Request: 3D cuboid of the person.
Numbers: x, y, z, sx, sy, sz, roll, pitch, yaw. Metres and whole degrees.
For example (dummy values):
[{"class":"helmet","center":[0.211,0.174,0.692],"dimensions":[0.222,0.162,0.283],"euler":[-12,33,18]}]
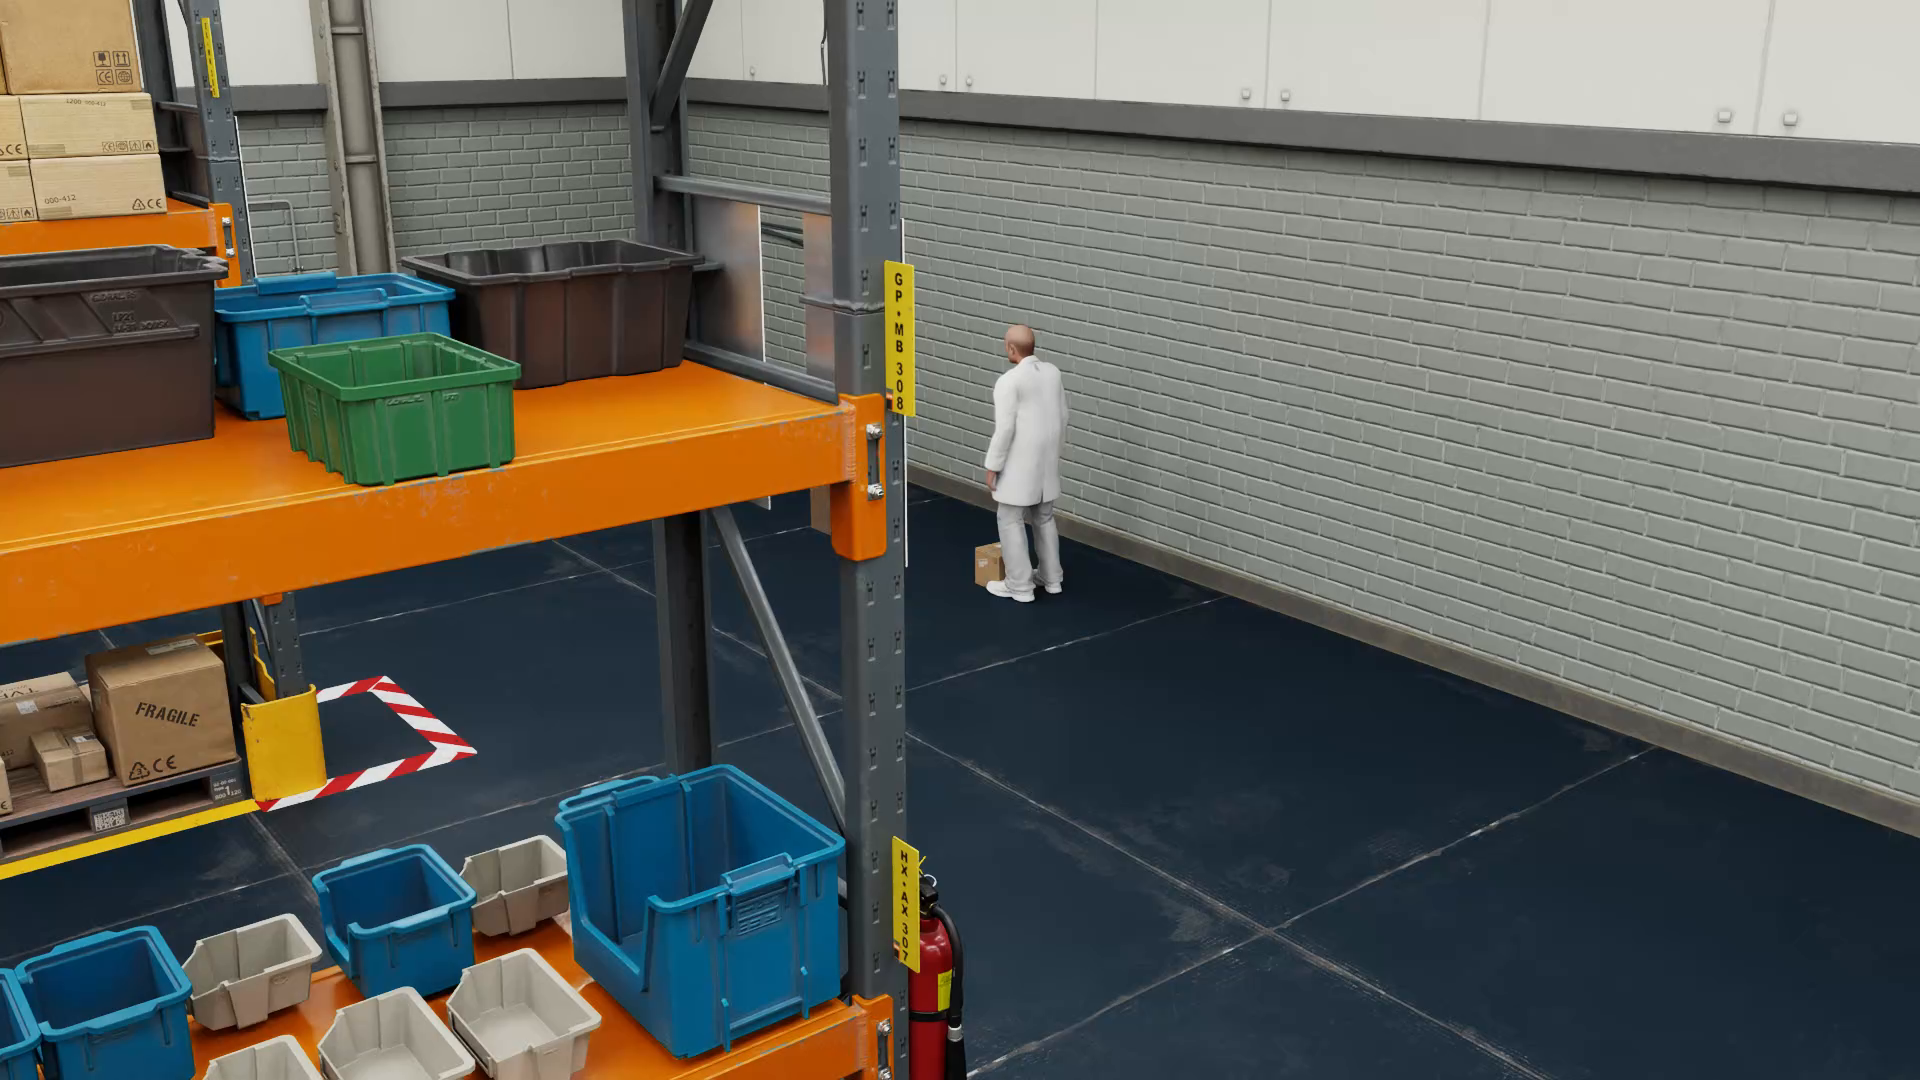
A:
[{"class":"person","center":[0.422,-0.494,10.646],"dimensions":[0.655,1.775,0.420],"euler":[-15,23,-39]}]
